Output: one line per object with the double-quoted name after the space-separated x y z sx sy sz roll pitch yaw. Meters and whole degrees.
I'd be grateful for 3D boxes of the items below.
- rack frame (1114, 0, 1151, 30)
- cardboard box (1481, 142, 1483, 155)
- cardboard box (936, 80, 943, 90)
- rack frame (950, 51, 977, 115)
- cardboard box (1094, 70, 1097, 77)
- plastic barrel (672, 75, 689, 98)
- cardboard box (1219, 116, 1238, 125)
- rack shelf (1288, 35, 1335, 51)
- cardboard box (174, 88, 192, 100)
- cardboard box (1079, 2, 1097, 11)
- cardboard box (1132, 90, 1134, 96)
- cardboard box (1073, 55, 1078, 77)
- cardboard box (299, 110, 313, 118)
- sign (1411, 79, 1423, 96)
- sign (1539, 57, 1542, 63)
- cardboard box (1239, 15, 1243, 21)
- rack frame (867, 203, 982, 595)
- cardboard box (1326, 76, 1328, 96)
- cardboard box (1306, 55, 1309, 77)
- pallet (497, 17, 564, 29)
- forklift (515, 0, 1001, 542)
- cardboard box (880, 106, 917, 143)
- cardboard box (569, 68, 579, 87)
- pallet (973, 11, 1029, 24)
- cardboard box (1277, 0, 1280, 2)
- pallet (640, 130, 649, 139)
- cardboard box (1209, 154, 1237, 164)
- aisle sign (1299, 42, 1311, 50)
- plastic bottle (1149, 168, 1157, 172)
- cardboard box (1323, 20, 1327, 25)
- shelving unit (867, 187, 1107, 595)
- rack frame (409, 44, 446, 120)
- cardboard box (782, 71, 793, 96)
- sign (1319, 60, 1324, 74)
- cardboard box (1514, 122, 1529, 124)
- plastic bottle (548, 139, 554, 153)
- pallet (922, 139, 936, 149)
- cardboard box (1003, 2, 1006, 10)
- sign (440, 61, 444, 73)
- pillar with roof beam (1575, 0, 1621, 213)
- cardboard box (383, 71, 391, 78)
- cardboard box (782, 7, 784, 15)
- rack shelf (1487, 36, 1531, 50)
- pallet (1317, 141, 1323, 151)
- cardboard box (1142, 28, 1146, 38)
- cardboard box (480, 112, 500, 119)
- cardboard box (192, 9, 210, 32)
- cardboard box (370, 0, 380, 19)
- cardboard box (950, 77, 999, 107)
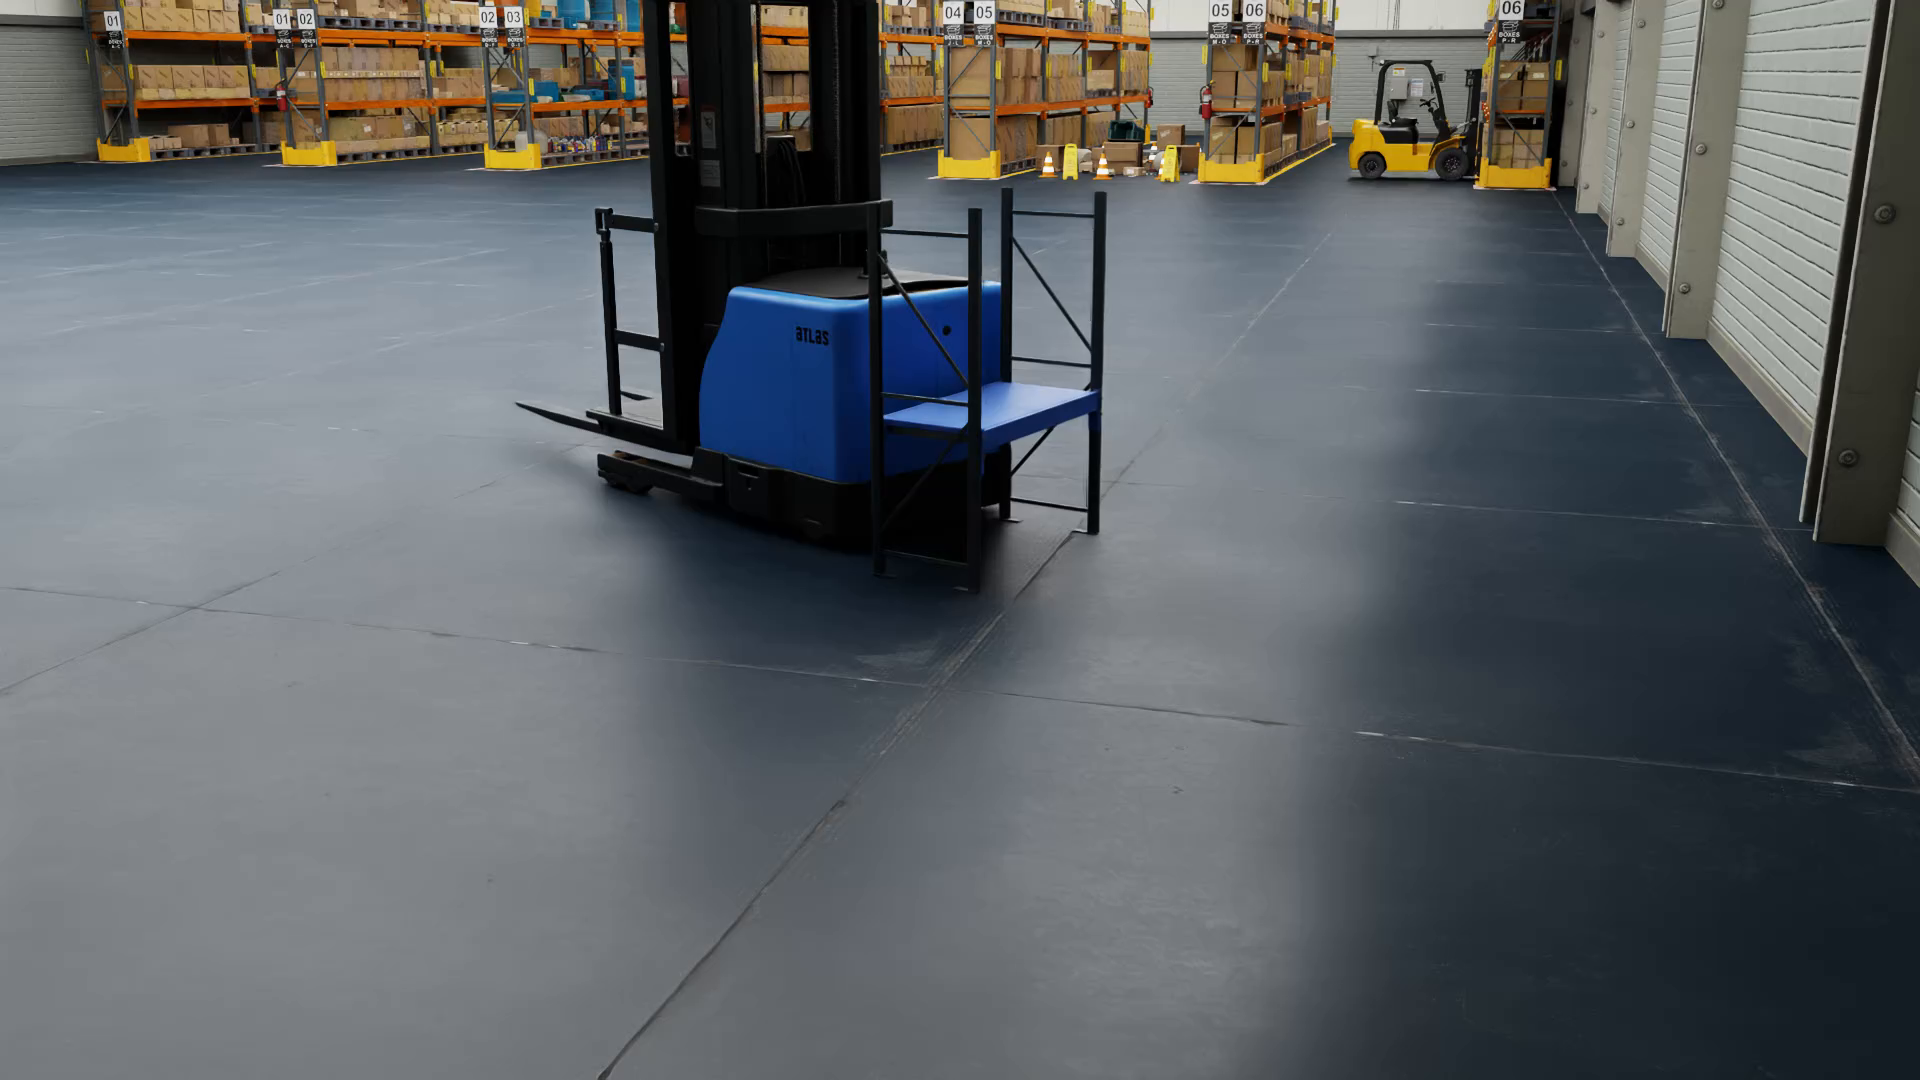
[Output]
4.731 -15.456 45.331 1.000 3.000 0.127 5 16 16 "rack frame"
9.837 -7.181 30.503 0.500 0.250 0.500 4 16 15 "cardboard box"
-0.748 -12.108 44.251 0.500 0.250 0.500 4 16 15 "cardboard box"
0.004 -12.981 47.599 1.000 3.000 0.127 5 16 16 "rack frame"
3.073 -11.225 40.007 0.380 0.149 0.250 5 17 18 "cardboard box"
-6.859 -11.193 41.044 0.600 0.536 0.708 5 16 16 "plastic barrel"
5.127 -8.044 31.899 0.380 0.149 0.250 5 17 18 "cardboard box"
8.937 -12.786 42.733 1.077 0.370 4.000 5 16 16 "rack shelf"
-18.062 -10.258 38.235 0.500 0.250 0.500 4 16 15 "cardboard box"
3.018 -12.626 39.262 0.396 0.266 0.258 5 16 16 "cardboard box"
4.459 -12.012 44.642 0.380 0.149 0.250 4 16 14 "cardboard box"
2.320 -10.889 38.209 0.700 0.500 0.500 5 16 16 "cardboard box"
-17.035 -10.939 42.798 0.500 0.250 0.500 5 16 16 "cardboard box"
13.591 -13.459 49.457 0.329 0.494 0.001 5 16 16 "sign"
12.525 -10.251 35.850 0.100 0.325 0.005 5 16 16 "sign"
5.075 -9.659 30.851 0.380 0.149 0.250 5 17 16 "cardboard box"
-0.138 -0.545 6.502 0.500 1.500 0.032 10 18 31 "rack frame"
9.329 -11.849 43.422 0.500 0.500 0.500 5 17 17 "cardboard box"
7.739 -10.889 38.208 0.500 0.500 0.500 5 16 16 "cardboard box"
-8.962 -10.740 34.547 1.003 0.211 1.213 5 16 16 "pallet"
-1.160 -1.729 8.054 1.130 2.935 3.031 -15 22 -43 "forklift"
-1.792 -10.480 41.903 1.225 0.875 0.875 5 16 16 "cardboard box"
-10.978 -12.847 46.174 0.700 0.500 0.500 -1 16 -3 "cardboard box"
0.730 -10.300 32.810 1.003 0.211 1.213 5 16 16 "pallet"
5.866 -10.266 31.529 0.380 0.149 0.250 5 17 17 "cardboard box"
-9.740 -12.180 49.885 1.003 0.211 1.213 5 16 16 "pallet"
4.937 -7.144 31.290 0.500 0.250 0.500 5 16 16 "cardboard box"
9.248 -13.505 44.680 0.394 0.787 0.004 5 16 16 "aisle sign"
3.931 -7.467 33.544 0.133 0.061 0.283 8 18 25 "plastic bottle"
9.422 -13.544 43.595 0.380 0.149 0.250 3 16 12 "cardboard box"
0.131 -0.663 6.917 0.538 1.500 1.048 10 18 31 "shelving unit"
-15.380 -13.087 47.972 1.000 3.000 0.127 5 16 16 "rack frame"
-3.996 -9.526 34.687 0.875 0.500 0.500 5 16 16 "cardboard box"
8.892 -11.646 40.913 0.100 0.325 0.005 5 16 16 "sign"
12.439 -9.160 36.748 0.380 0.149 0.250 6 17 19 "cardboard box"
-8.990 -8.654 36.516 0.061 0.283 0.133 5 16 16 "plastic bottle"
-1.279 -10.385 43.557 1.003 0.211 1.213 5 16 16 "pallet"
0.661 -10.088 31.409 0.380 0.149 0.250 5 17 16 "cardboard box"
-14.857 -13.566 47.685 0.100 0.325 0.005 5 16 16 "sign"
4.948 -9.405 23.997 9.100 9.000 0.400 5 16 16 "pillar with roof beam"
-13.137 -10.551 37.660 0.380 0.149 0.250 5 17 17 "cardboard box"
-3.814 -10.818 34.021 0.380 0.149 0.250 4 16 15 "cardboard box"
13.697 -12.402 41.380 1.077 0.370 4.000 5 16 16 "rack shelf"
8.660 -10.017 42.260 1.003 0.211 1.213 5 16 16 "pallet"
4.717 -13.667 44.796 0.500 0.250 0.500 5 16 16 "cardboard box"
-14.488 -12.811 50.811 0.700 0.500 0.500 5 16 16 "cardboard box"
-17.837 -12.064 38.649 0.500 0.500 0.500 4 16 14 "cardboard box"
-13.492 -11.952 37.258 0.797 0.503 0.637 7 17 22 "cardboard box"
0.246 -8.557 31.725 0.875 0.550 0.550 5 16 16 "cardboard box"
